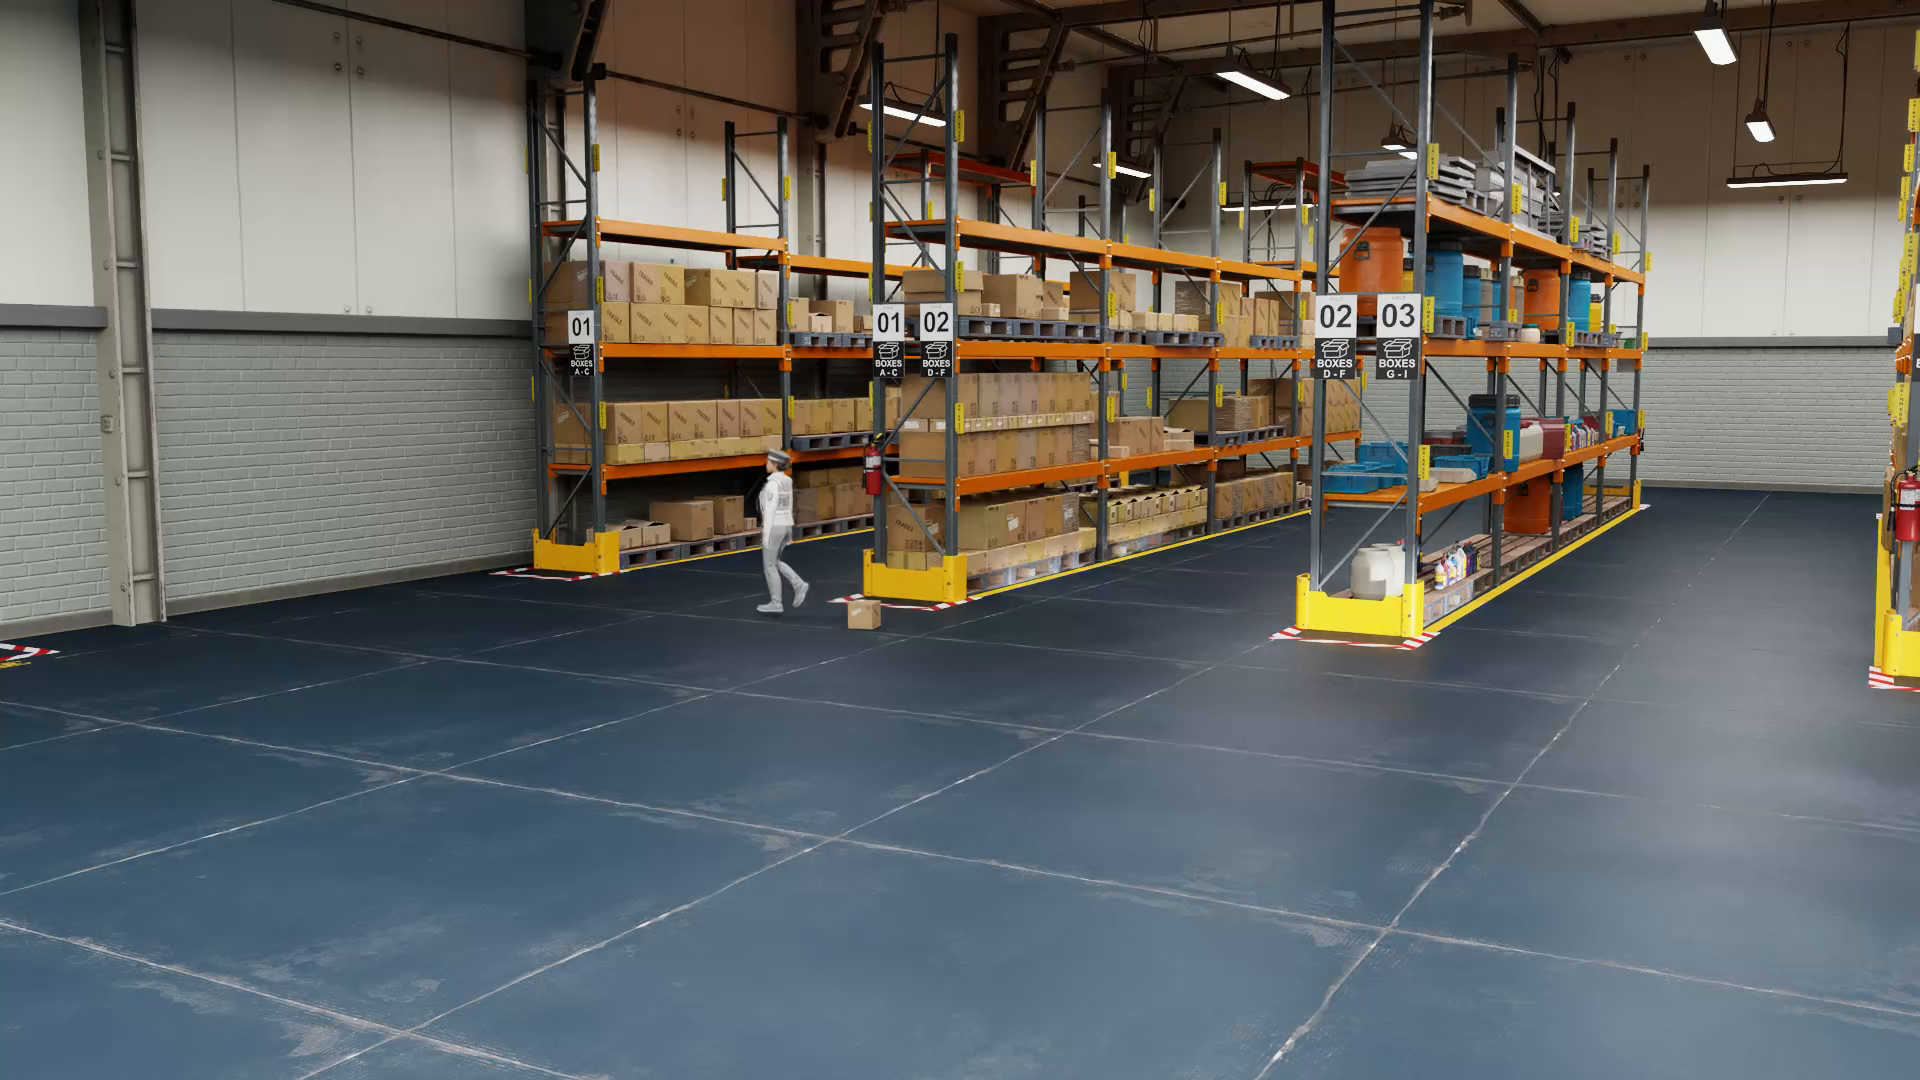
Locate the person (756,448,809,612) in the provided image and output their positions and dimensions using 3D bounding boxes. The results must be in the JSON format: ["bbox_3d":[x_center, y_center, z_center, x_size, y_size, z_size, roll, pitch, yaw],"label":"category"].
[{"bbox_3d":[-1.824,-0.101,16.939,0.504,1.677,0.503,2,6,18],"label":"person"}]
